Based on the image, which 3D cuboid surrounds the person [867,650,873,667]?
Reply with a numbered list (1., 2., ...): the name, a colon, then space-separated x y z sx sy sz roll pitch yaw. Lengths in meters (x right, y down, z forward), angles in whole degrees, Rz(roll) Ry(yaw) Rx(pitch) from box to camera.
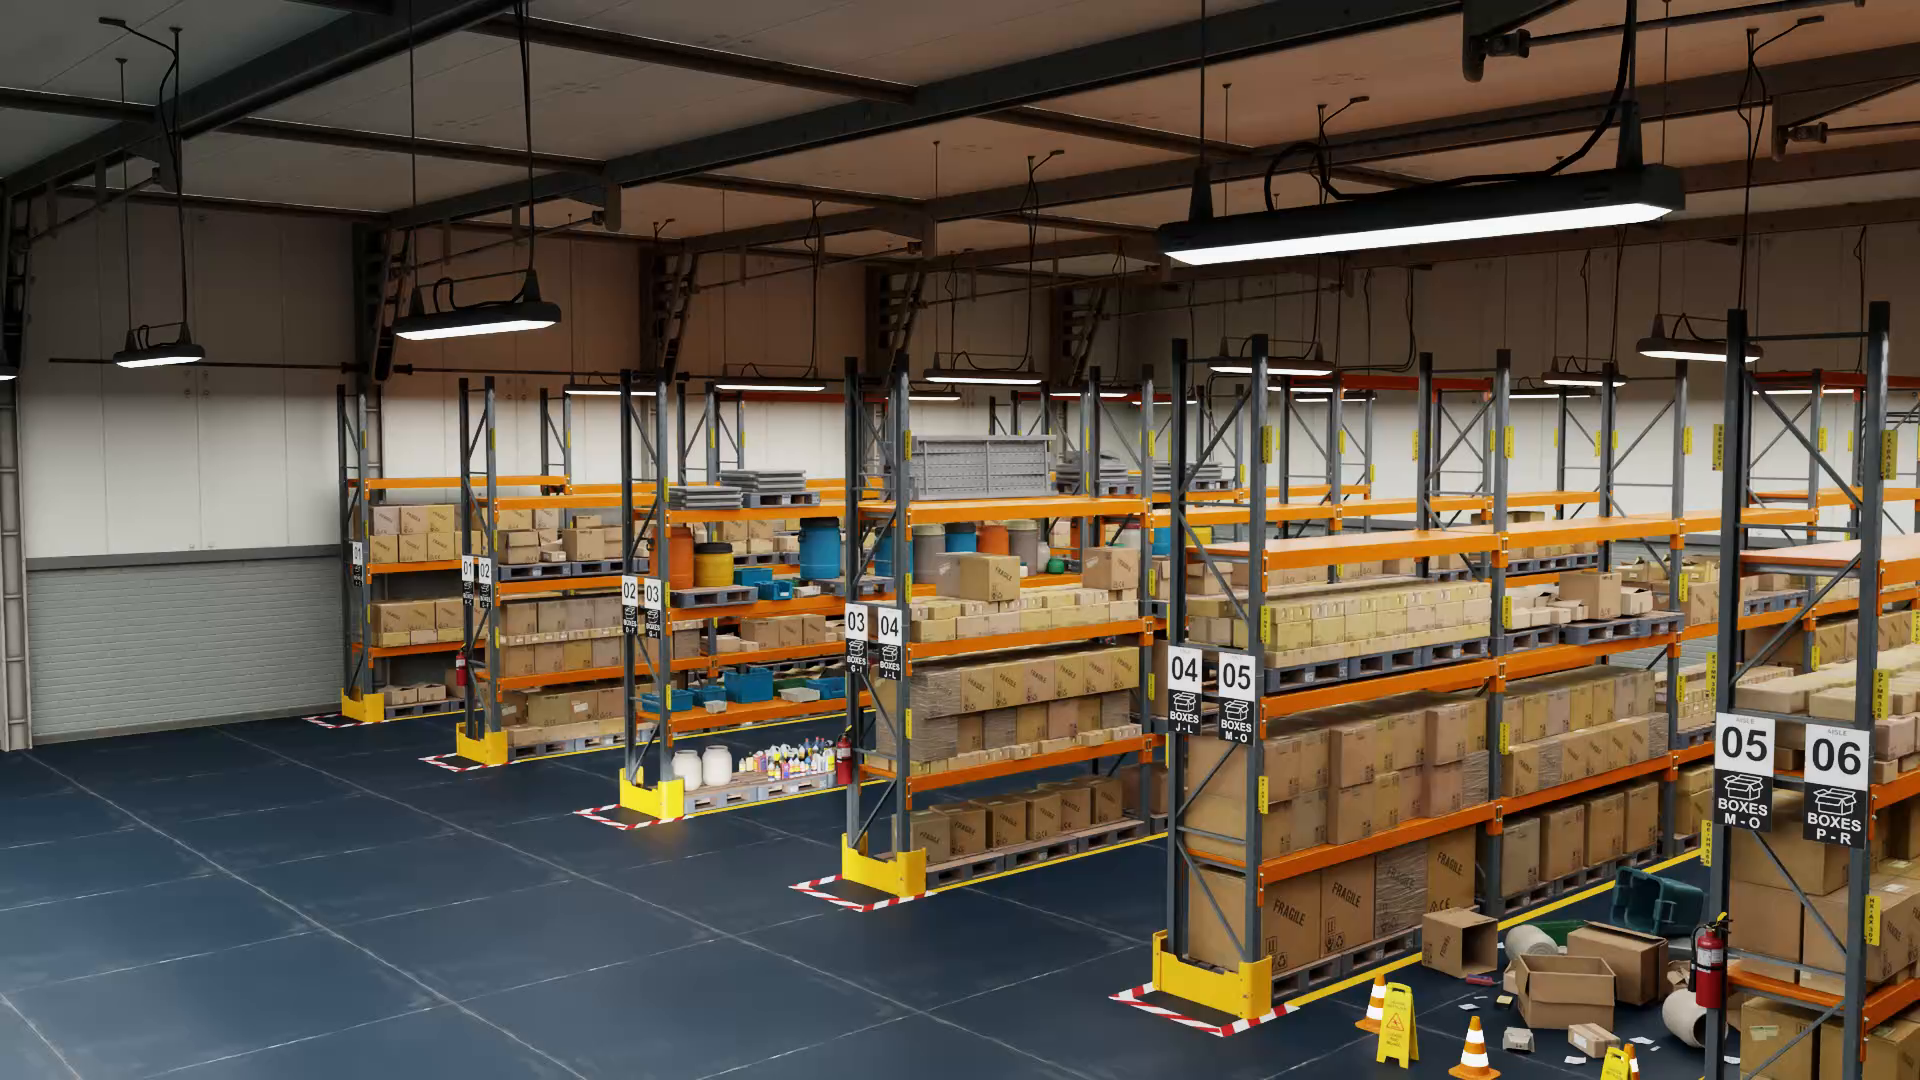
1. person: -2.017 2.123 35.204 0.545 1.468 0.774 2 4 24
